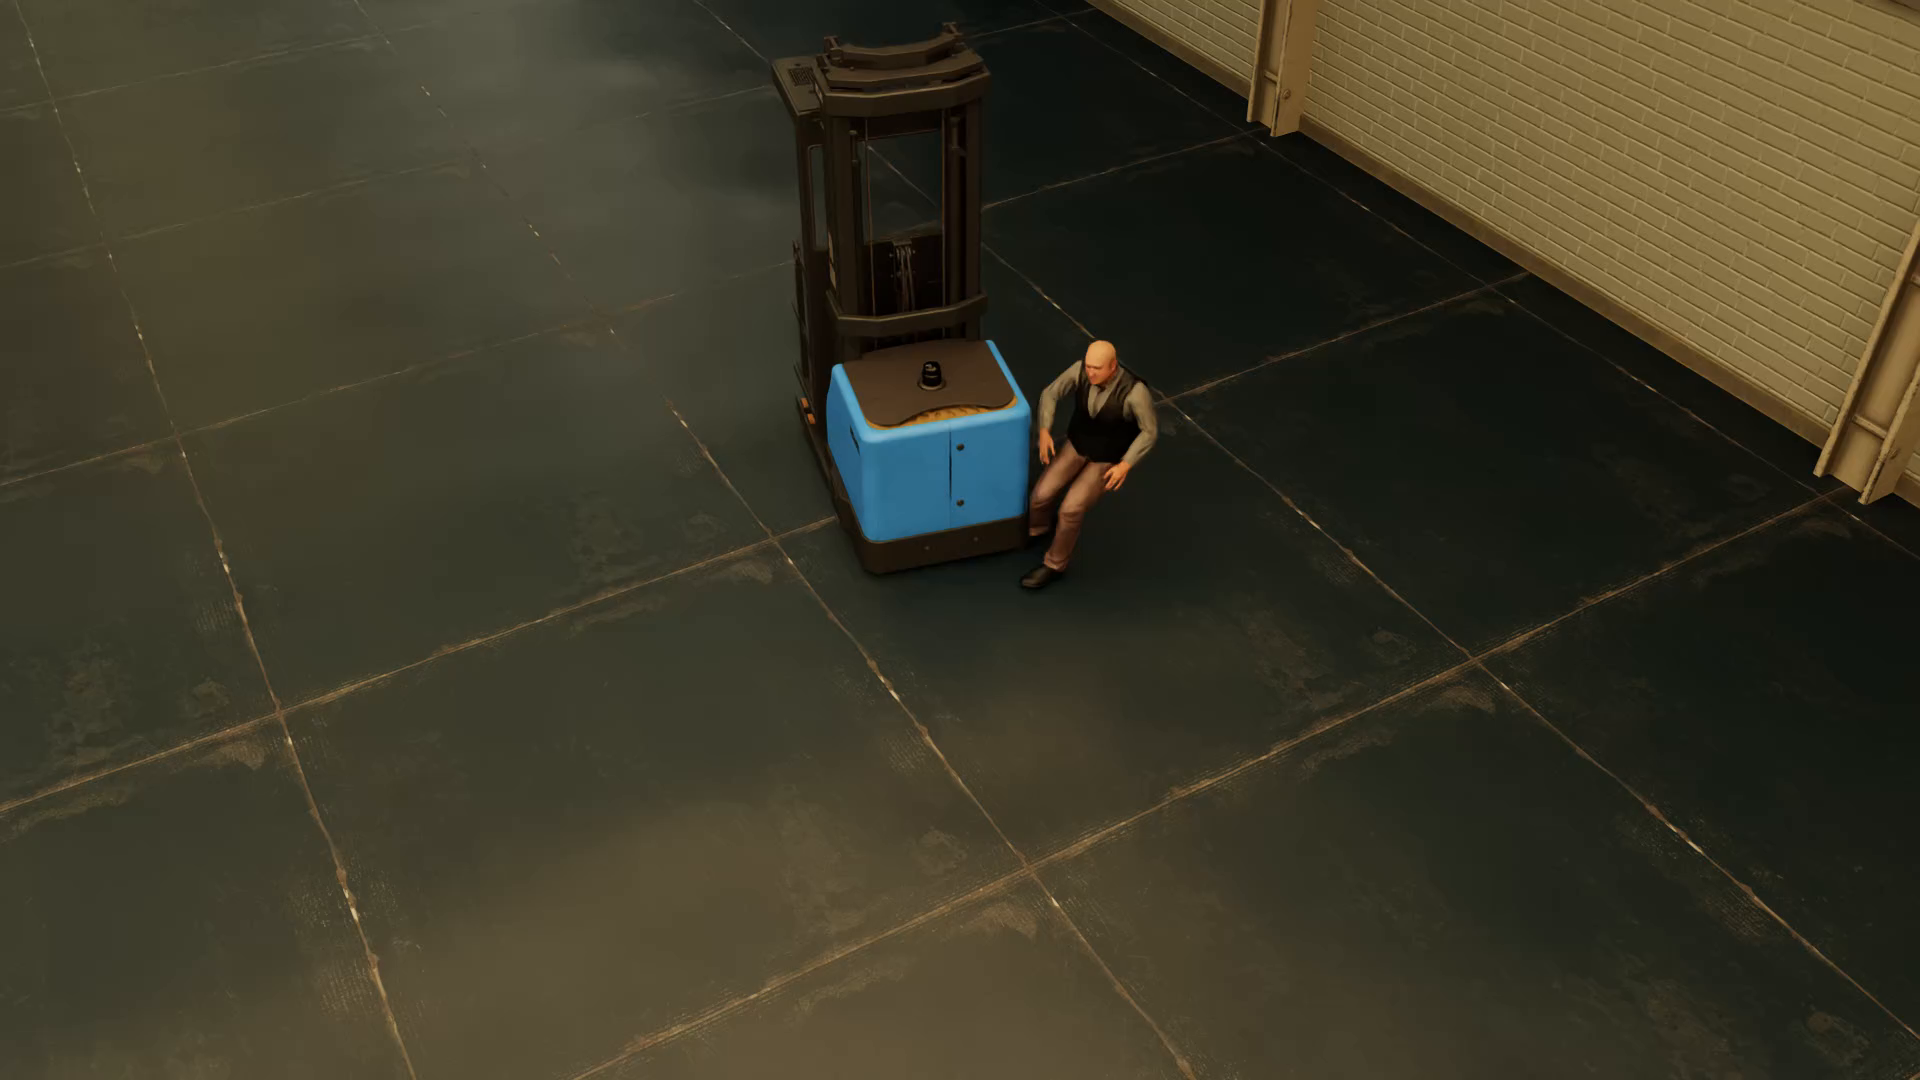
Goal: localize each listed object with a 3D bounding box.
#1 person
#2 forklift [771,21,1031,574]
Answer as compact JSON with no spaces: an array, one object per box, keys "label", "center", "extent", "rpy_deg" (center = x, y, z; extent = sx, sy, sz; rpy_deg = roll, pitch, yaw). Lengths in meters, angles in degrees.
[{"label":"person","center":[0.695,-0.446,9.764],"extent":[0.785,1.520,0.899],"rpy_deg":[22,44,24]},{"label":"forklift","center":[-0.479,-1.876,10.298],"extent":[1.130,2.935,3.031],"rpy_deg":[-11,41,-13]}]
